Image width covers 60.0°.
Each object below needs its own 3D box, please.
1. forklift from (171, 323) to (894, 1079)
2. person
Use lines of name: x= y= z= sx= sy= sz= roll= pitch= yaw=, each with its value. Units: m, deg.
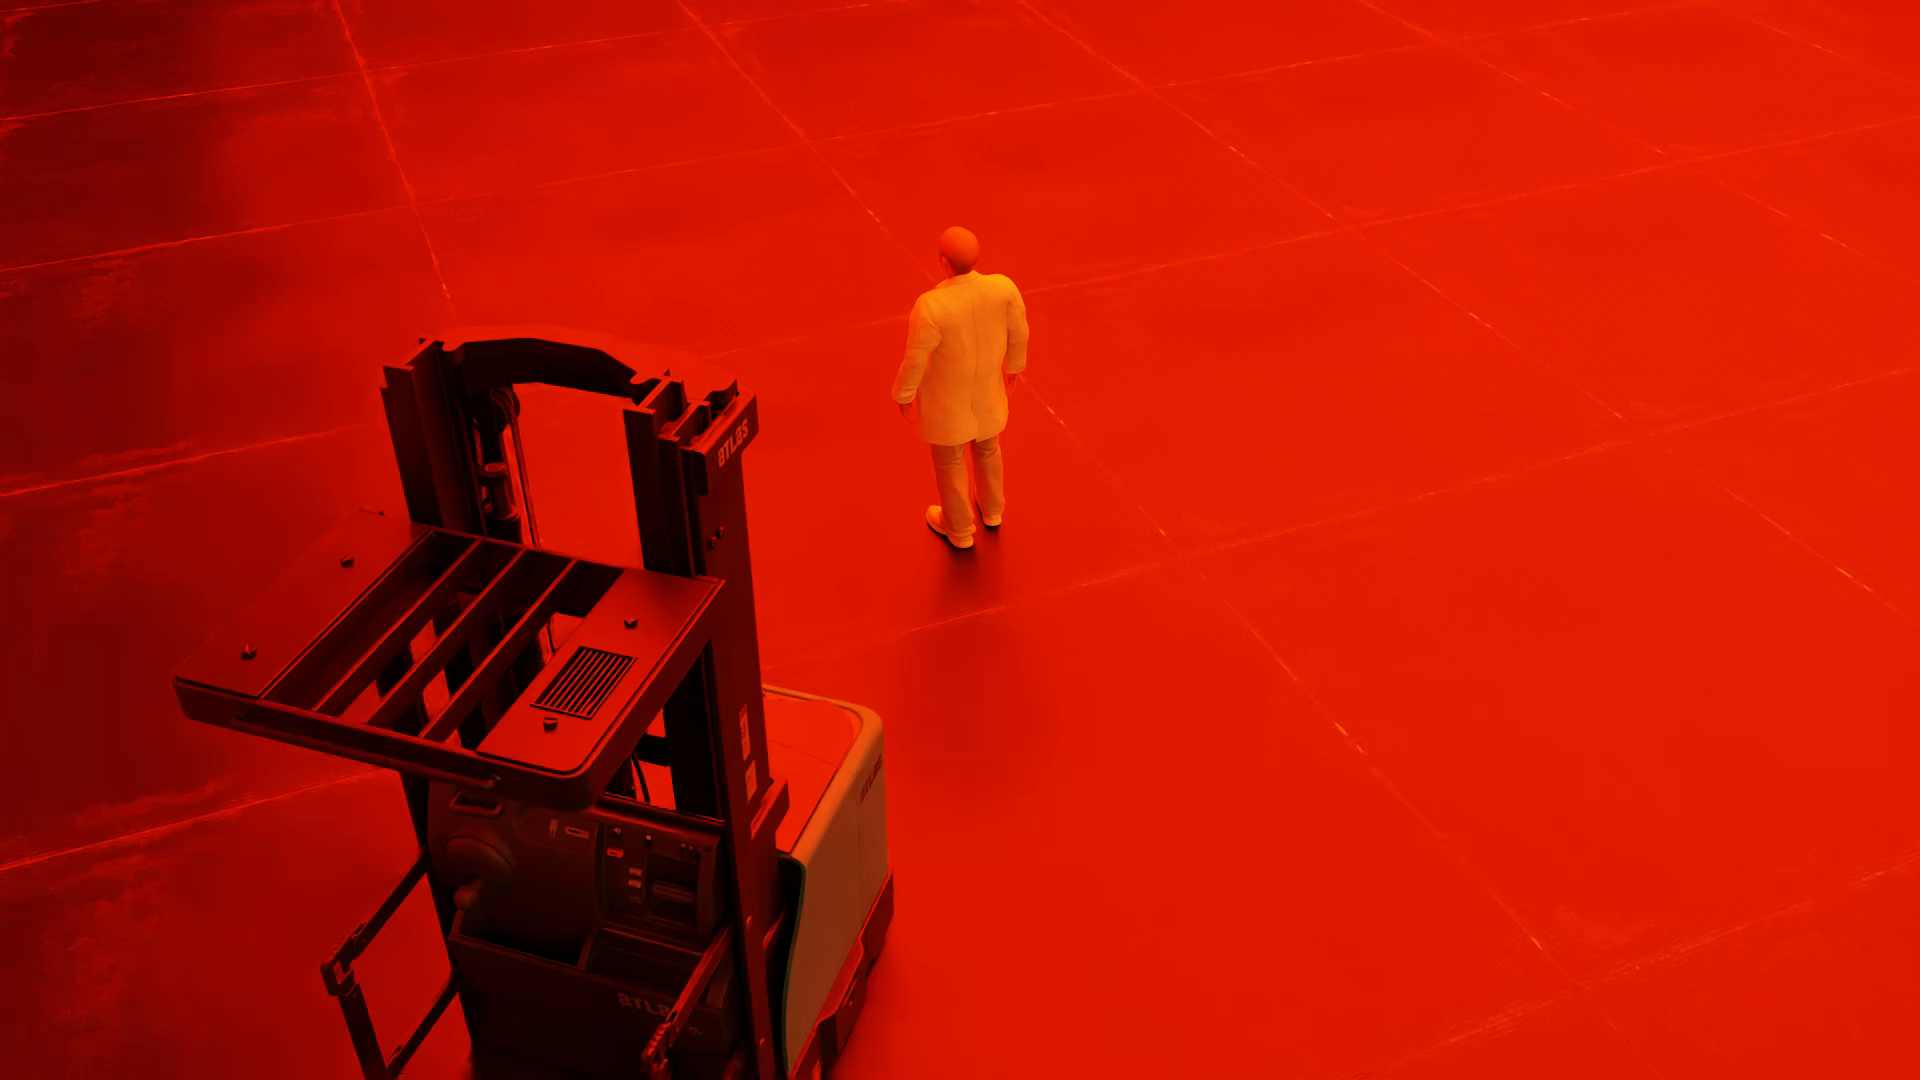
forklift: x=-1.200 y=1.008 z=4.682 sx=1.130 sy=2.935 sz=3.031 roll=11 pitch=37 yaw=15
person: x=-0.032 y=-0.780 z=8.178 sx=0.696 sy=1.778 sz=0.578 roll=-14 pitch=38 yaw=-19
